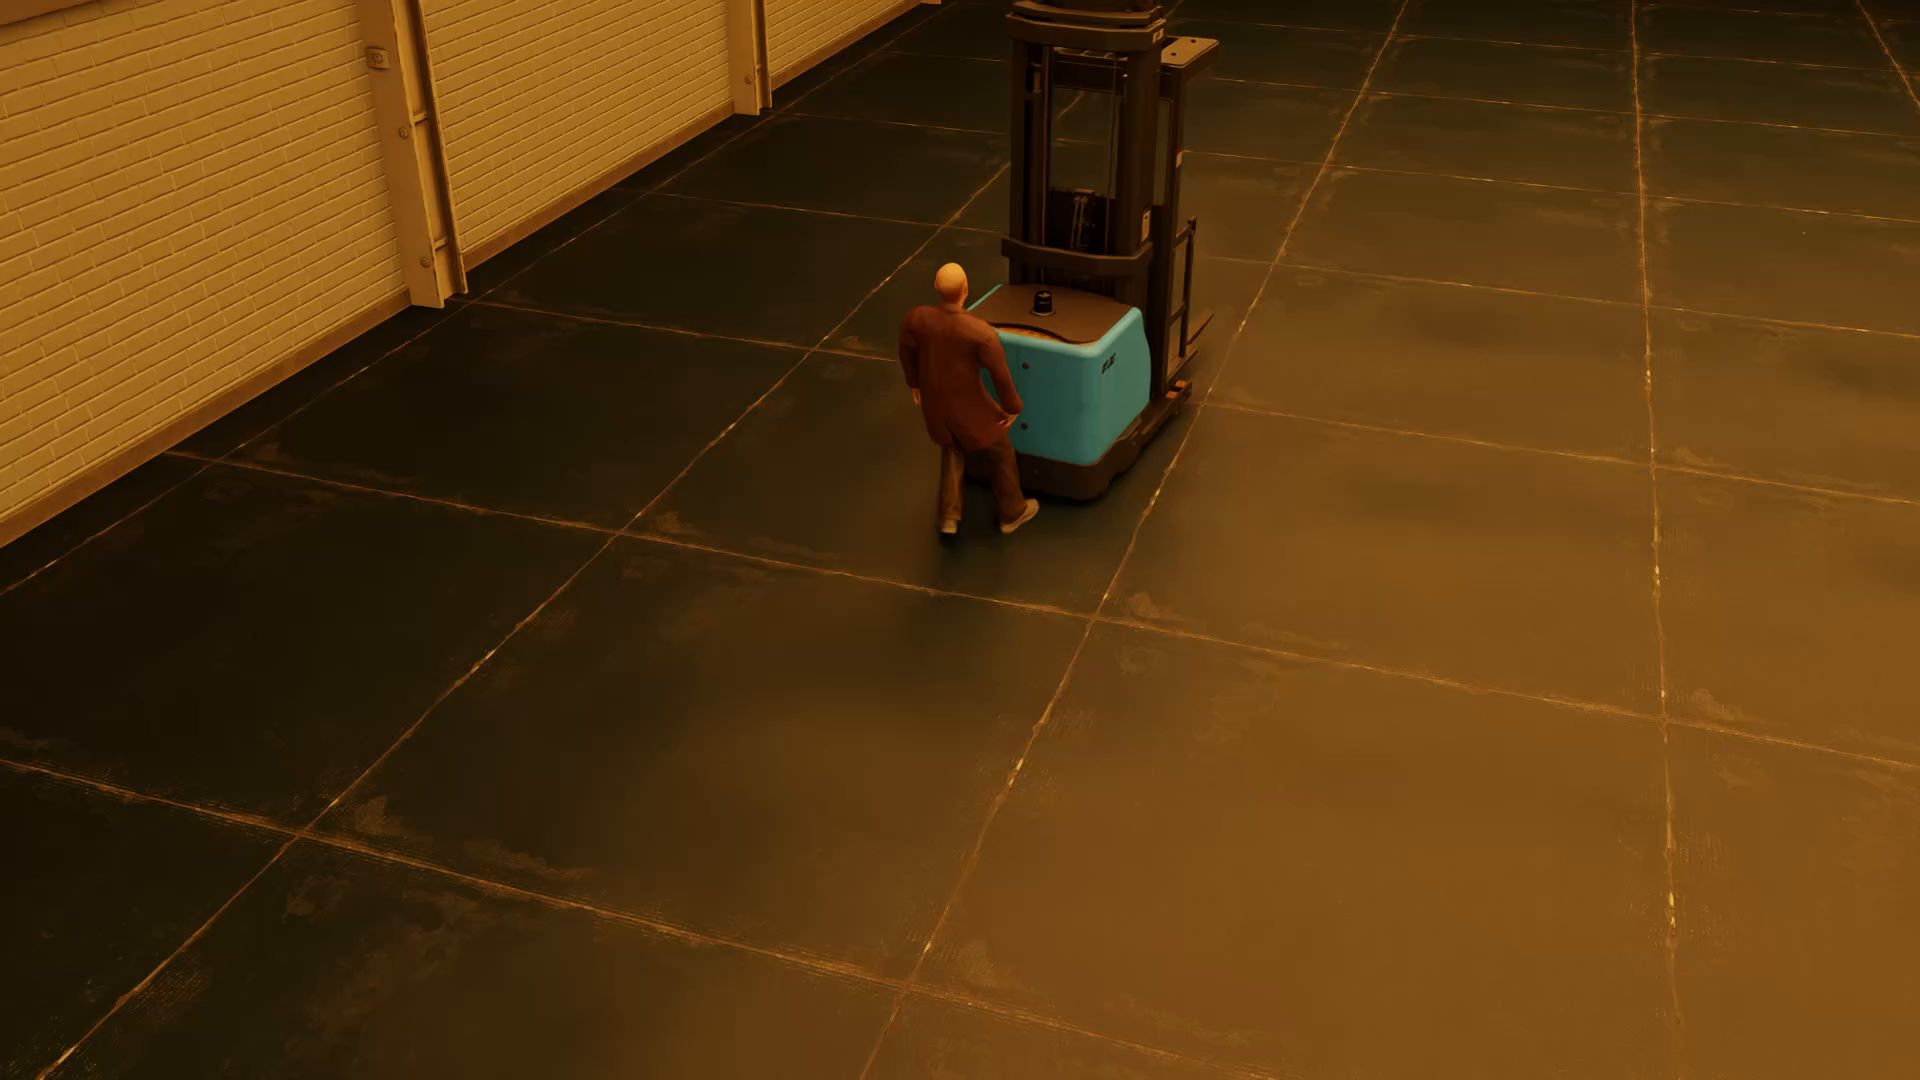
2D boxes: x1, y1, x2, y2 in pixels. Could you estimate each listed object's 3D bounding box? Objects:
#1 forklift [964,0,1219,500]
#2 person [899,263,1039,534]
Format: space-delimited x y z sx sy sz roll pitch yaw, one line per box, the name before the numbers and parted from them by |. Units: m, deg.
forklift | 0.995 -2.233 11.053 1.130 2.935 3.031 13 32 22
person | 0.058 -0.866 9.883 0.758 1.734 0.693 16 33 25
